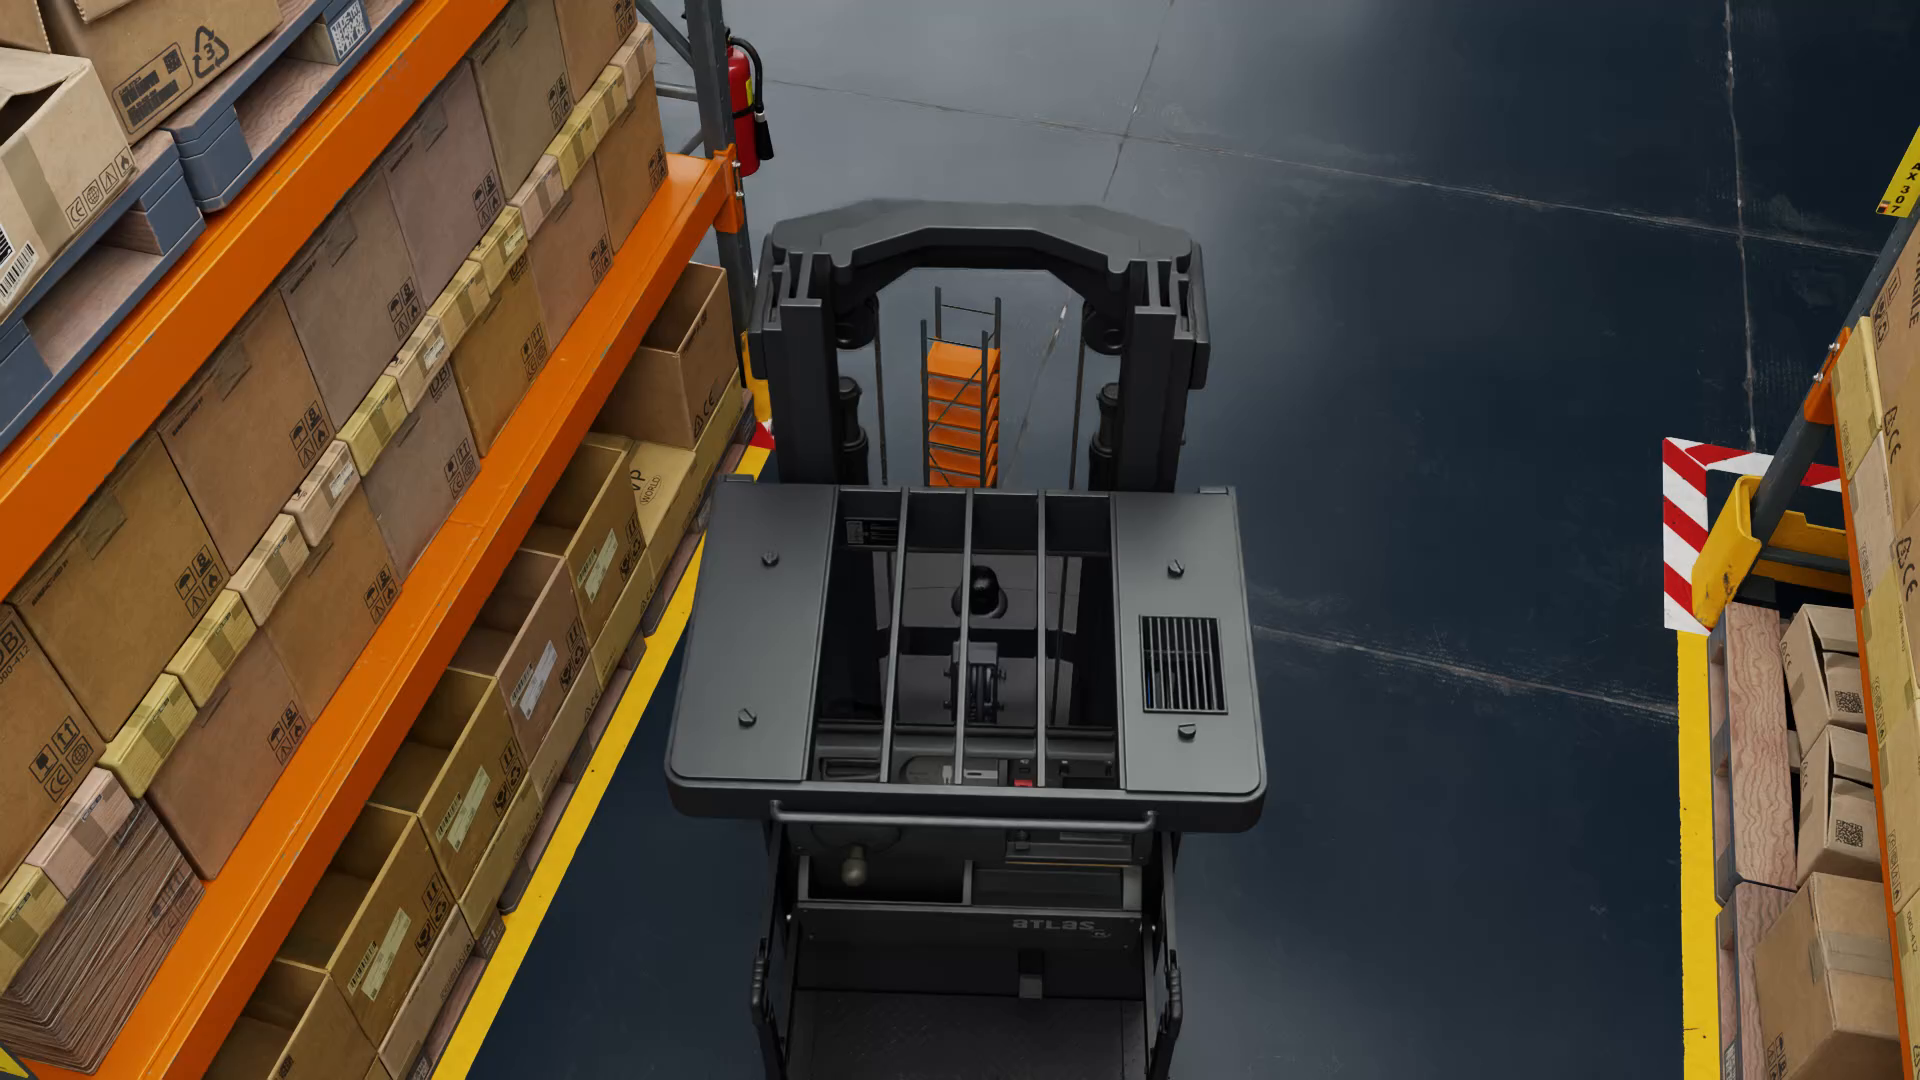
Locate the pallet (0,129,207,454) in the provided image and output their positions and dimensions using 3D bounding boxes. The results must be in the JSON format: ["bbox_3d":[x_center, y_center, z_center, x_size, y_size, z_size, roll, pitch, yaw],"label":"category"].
[{"bbox_3d":[-2.190,-0.399,3.078,1.003,0.211,1.213,12,50,10],"label":"pallet"}]

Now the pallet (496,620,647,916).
[{"bbox_3d":[-1.821,0.657,5.948,1.003,0.211,1.213,12,50,10],"label":"pallet"}]

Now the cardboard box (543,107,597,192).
[{"bbox_3d":[-1.388,-1.266,5.286,0.380,0.149,0.250,11,49,9],"label":"cardboard box"}]

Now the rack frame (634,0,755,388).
[{"bbox_3d":[-1.337,-1.706,6.174,1.000,3.000,0.127,12,50,10],"label":"rack frame"}]

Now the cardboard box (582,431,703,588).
[{"bbox_3d":[-1.313,-0.125,6.333,0.500,0.250,0.500,12,50,10],"label":"cardboard box"}]

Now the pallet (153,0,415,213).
[{"bbox_3d":[-1.867,-1.278,3.855,1.003,0.211,1.213,12,50,10],"label":"pallet"}]

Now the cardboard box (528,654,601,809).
[{"bbox_3d":[-1.576,0.598,5.694,0.500,0.250,0.500,12,50,10],"label":"cardboard box"}]

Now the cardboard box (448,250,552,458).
[{"bbox_3d":[-1.742,-0.666,5.189,0.700,0.500,0.500,12,50,10],"label":"cardboard box"}]

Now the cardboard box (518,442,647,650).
[{"bbox_3d":[-1.440,-0.011,5.731,0.500,0.500,0.500,12,50,10],"label":"cardboard box"}]

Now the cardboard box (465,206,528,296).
[{"bbox_3d":[-1.525,-0.894,4.958,0.380,0.149,0.250,13,50,11],"label":"cardboard box"}]

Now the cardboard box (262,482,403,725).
[{"bbox_3d":[-2.011,0.087,4.525,0.700,0.500,0.500,12,50,11],"label":"cardboard box"}]

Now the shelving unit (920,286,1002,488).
[{"bbox_3d":[0.004,-0.407,6.228,0.258,1.200,0.189,12,50,10],"label":"shelving unit"}]

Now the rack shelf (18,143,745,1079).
[{"bbox_3d":[-1.863,-0.022,5.167,1.077,0.370,4.000,12,50,10],"label":"rack shelf"}]

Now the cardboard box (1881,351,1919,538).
[{"bbox_3d":[2.888,-0.295,4.515,0.500,0.500,0.500,12,50,10],"label":"cardboard box"}]

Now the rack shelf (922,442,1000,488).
[{"bbox_3d":[0.004,-0.299,6.352,0.258,0.103,0.180,12,50,10],"label":"rack shelf"}]

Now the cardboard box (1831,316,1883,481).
[{"bbox_3d":[3.008,-0.398,5.106,0.500,0.250,0.500,10,49,9],"label":"cardboard box"}]

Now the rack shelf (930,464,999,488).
[{"bbox_3d":[0.004,-0.219,6.441,0.258,0.103,0.180,12,50,10],"label":"rack shelf"}]

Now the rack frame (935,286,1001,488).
[{"bbox_3d":[0.028,-0.474,6.287,0.240,1.200,0.006,12,50,10],"label":"rack frame"}]

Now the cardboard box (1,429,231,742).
[{"bbox_3d":[-2.147,0.036,3.704,0.700,0.500,0.500,11,50,10],"label":"cardboard box"}]

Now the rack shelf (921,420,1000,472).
[{"bbox_3d":[0.004,-0.378,6.262,0.258,0.103,0.180,12,50,10],"label":"rack shelf"}]

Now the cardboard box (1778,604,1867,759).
[{"bbox_3d":[3.174,0.495,5.731,0.500,0.311,0.500,7,49,6],"label":"cardboard box"}]

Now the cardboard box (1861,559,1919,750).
[{"bbox_3d":[2.746,0.347,4.448,0.500,0.250,0.500,11,49,9],"label":"cardboard box"}]

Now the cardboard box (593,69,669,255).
[{"bbox_3d":[-1.472,-1.404,5.841,0.700,0.500,0.500,12,50,10],"label":"cardboard box"}]

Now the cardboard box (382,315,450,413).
[{"bbox_3d":[-1.660,-0.518,4.626,0.380,0.149,0.250,11,49,10],"label":"cardboard box"}]

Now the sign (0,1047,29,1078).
[{"bbox_3d":[-1.864,0.930,3.128,0.100,0.325,0.005,12,50,10],"label":"sign"}]

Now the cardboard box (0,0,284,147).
[{"bbox_3d":[-1.835,-1.192,3.277,0.797,0.503,0.637,17,51,14],"label":"cardboard box"}]

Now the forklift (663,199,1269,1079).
[{"bbox_3d":[0.022,0.784,4.022,1.130,2.935,3.031,1,49,1],"label":"forklift"}]

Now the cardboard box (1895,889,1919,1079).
[{"bbox_3d":[2.479,1.077,3.805,0.500,0.250,0.500,11,50,10],"label":"cardboard box"}]

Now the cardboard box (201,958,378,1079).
[{"bbox_3d":[-1.966,1.436,4.455,0.500,0.500,0.500,12,50,10],"label":"cardboard box"}]

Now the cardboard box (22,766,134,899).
[{"bbox_3d":[-2.066,0.601,3.638,0.380,0.149,0.250,12,50,11],"label":"cardboard box"}]

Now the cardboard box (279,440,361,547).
[{"bbox_3d":[-1.797,-0.150,4.301,0.380,0.149,0.250,10,49,9],"label":"cardboard box"}]

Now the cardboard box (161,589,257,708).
[{"bbox_3d":[-1.932,0.224,3.971,0.380,0.149,0.250,11,50,10],"label":"cardboard box"}]

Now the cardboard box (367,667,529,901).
[{"bbox_3d":[-1.703,0.713,5.093,0.500,0.500,0.500,12,50,10],"label":"cardboard box"}]

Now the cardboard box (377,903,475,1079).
[{"bbox_3d":[-1.839,1.321,5.056,0.500,0.250,0.500,12,50,10],"label":"cardboard box"}]

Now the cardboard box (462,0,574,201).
[{"bbox_3d":[-1.619,-1.414,4.984,0.700,0.500,0.500,10,49,9],"label":"cardboard box"}]

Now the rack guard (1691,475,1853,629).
[{"bbox_3d":[3.423,0.150,6.203,1.175,0.500,0.348,12,50,10],"label":"rack guard"}]

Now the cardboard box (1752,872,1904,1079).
[{"bbox_3d":[2.783,1.366,4.837,0.700,0.500,0.500,9,49,8],"label":"cardboard box"}]

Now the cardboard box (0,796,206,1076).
[{"bbox_3d":[-2.279,0.832,3.868,0.700,0.500,0.500,10,49,9],"label":"cardboard box"}]

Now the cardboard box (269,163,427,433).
[{"bbox_3d":[-1.883,-0.687,4.342,0.700,0.500,0.500,12,50,10],"label":"cardboard box"}]

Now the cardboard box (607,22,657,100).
[{"bbox_3d":[-1.254,-1.640,5.616,0.380,0.149,0.250,11,49,9],"label":"cardboard box"}]

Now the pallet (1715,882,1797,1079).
[{"bbox_3d":[2.852,1.706,5.022,1.003,0.211,1.213,12,50,10],"label":"pallet"}]
